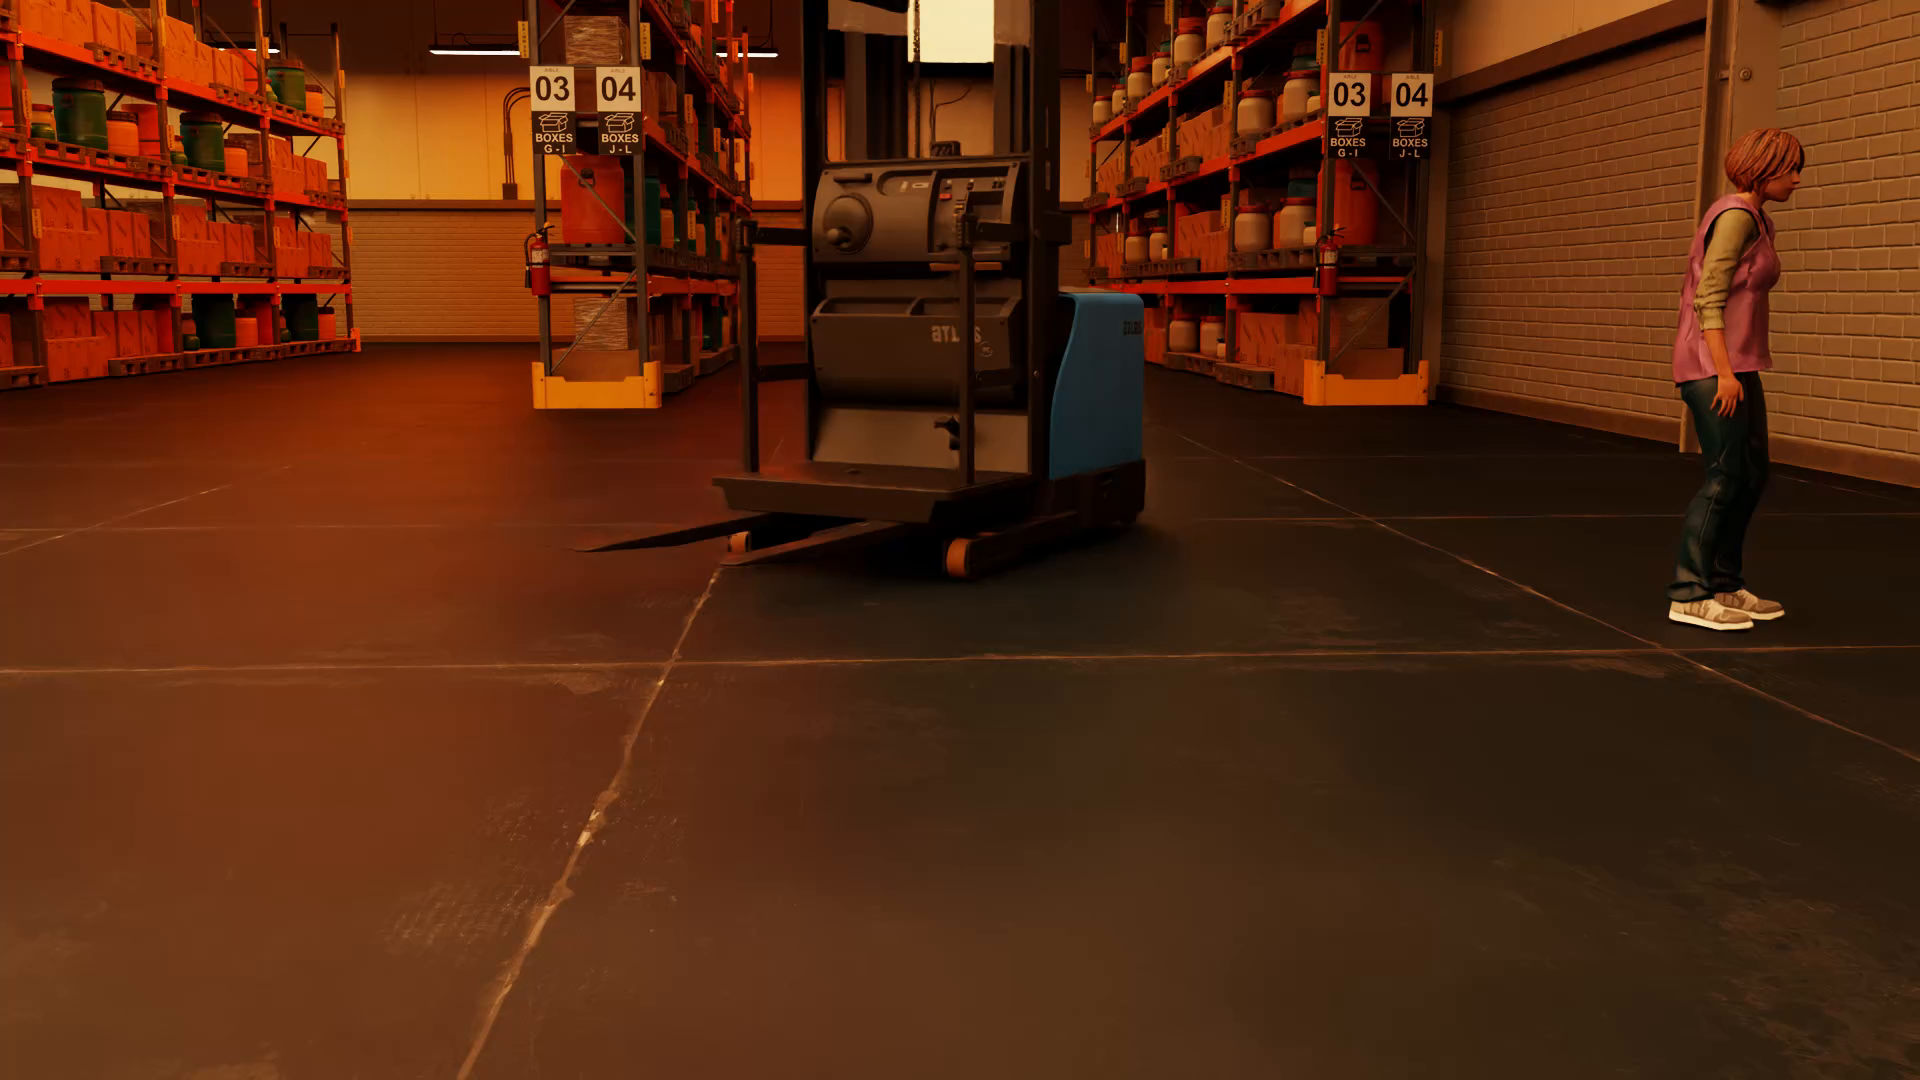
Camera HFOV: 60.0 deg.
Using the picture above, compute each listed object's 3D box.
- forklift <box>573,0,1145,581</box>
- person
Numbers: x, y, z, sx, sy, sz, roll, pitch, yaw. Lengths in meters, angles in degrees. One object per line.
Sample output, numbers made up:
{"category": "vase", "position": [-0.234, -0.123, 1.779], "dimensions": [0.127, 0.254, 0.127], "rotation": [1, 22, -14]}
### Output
{"category": "forklift", "position": [-0.284, -1.370, 6.557], "dimensions": [1.130, 2.935, 3.031], "rotation": [5, 10, 28]}
{"category": "person", "position": [2.511, -0.518, 5.401], "dimensions": [0.357, 1.596, 0.464], "rotation": [6, 10, 36]}
